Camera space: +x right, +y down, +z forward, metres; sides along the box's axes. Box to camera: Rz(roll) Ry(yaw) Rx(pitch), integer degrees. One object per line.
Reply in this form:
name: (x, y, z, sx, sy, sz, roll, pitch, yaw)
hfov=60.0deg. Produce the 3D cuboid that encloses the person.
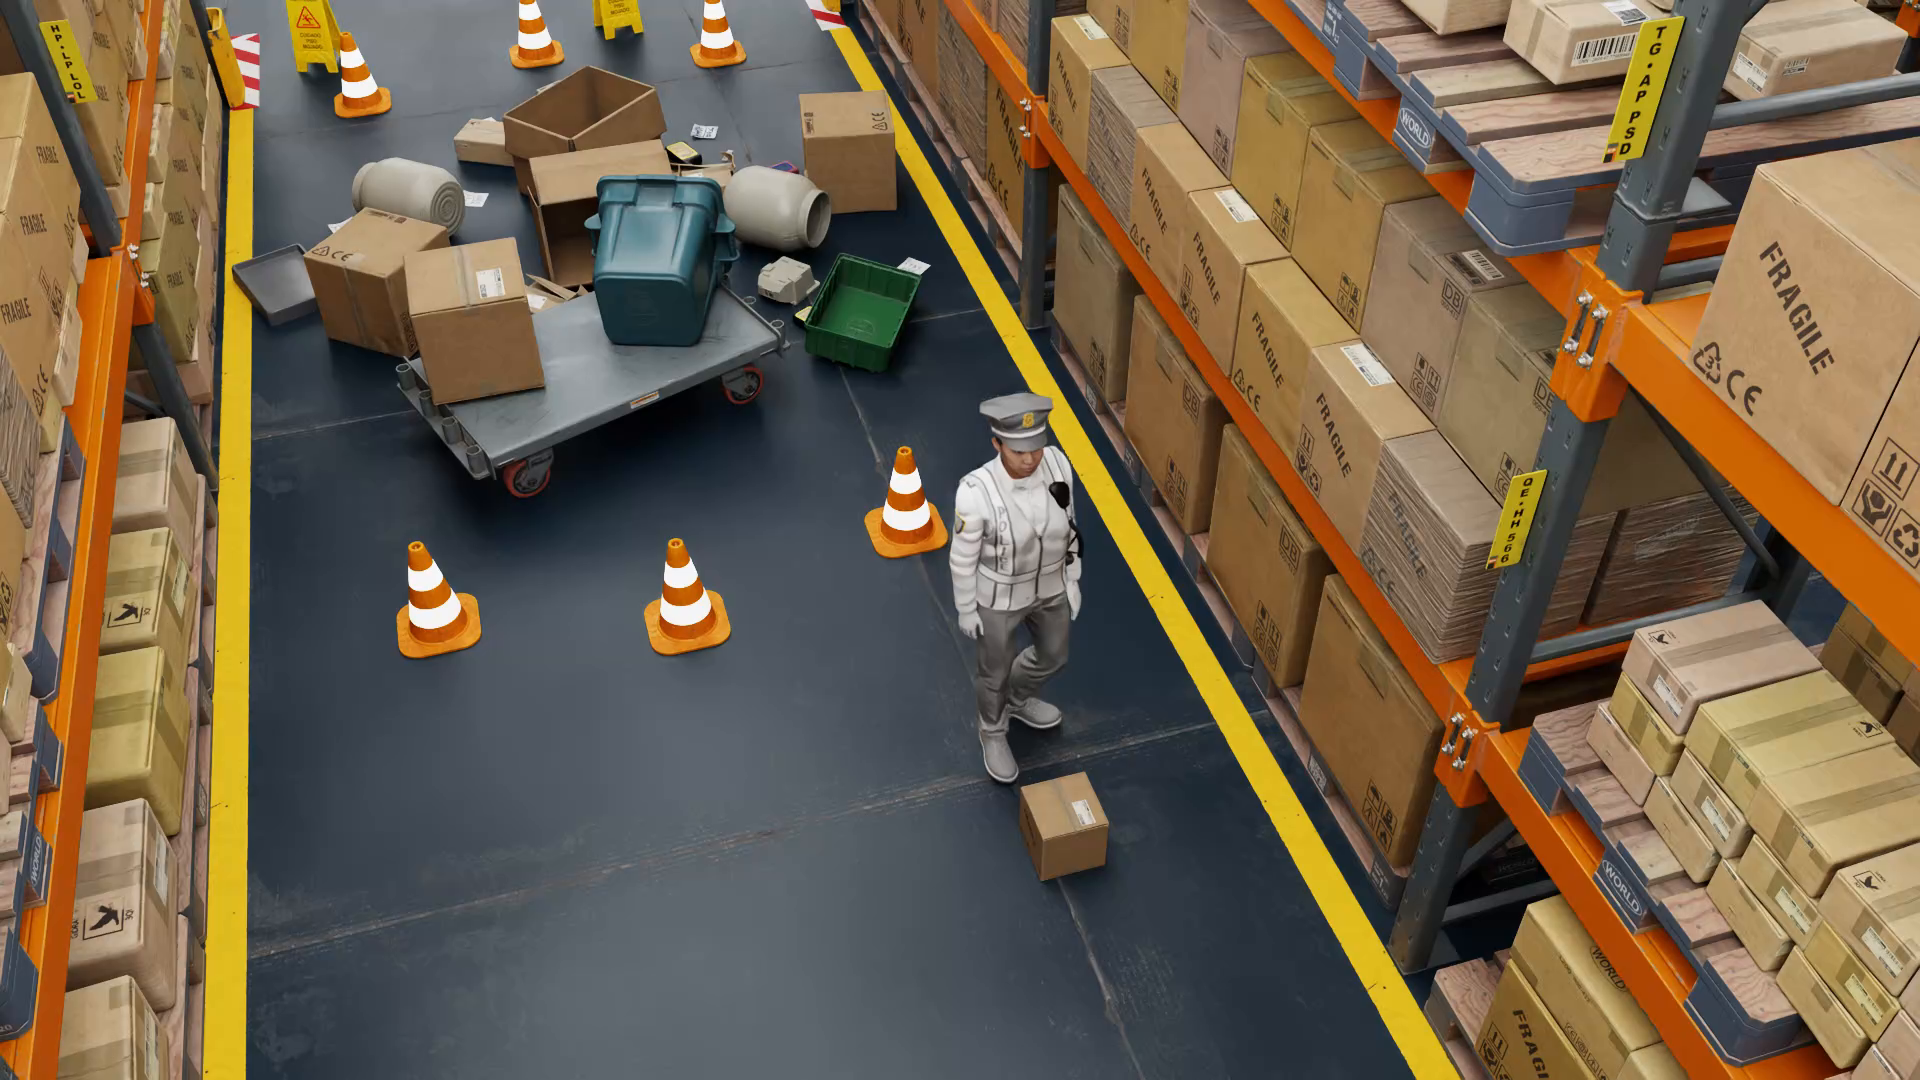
person: (0.198, 0.167, 5.924, 0.492, 1.693, 0.365, -20, 46, -21)
